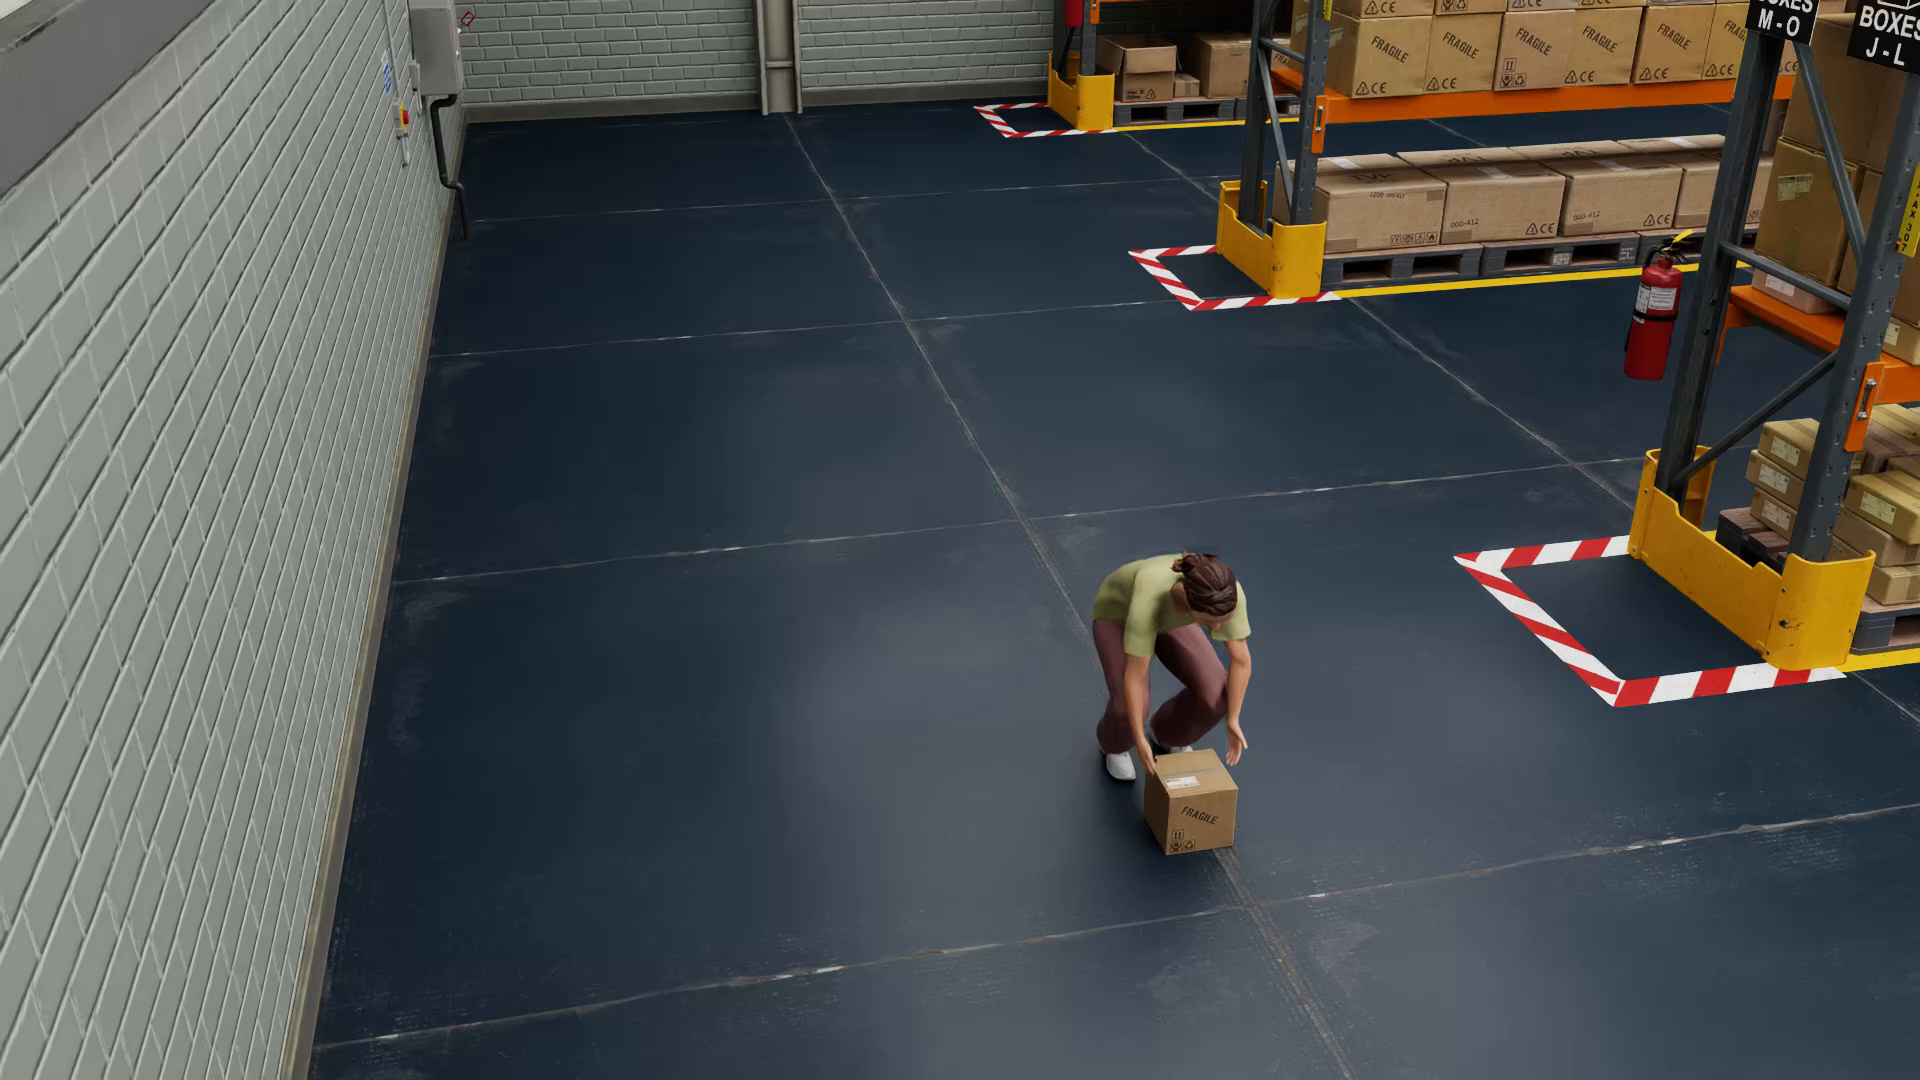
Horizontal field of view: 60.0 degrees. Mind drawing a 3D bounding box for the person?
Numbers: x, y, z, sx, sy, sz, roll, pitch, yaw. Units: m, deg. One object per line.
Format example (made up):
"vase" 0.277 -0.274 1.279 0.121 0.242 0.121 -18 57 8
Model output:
"person" 0.762 0.416 6.022 0.496 1.023 0.777 -6 27 -12
